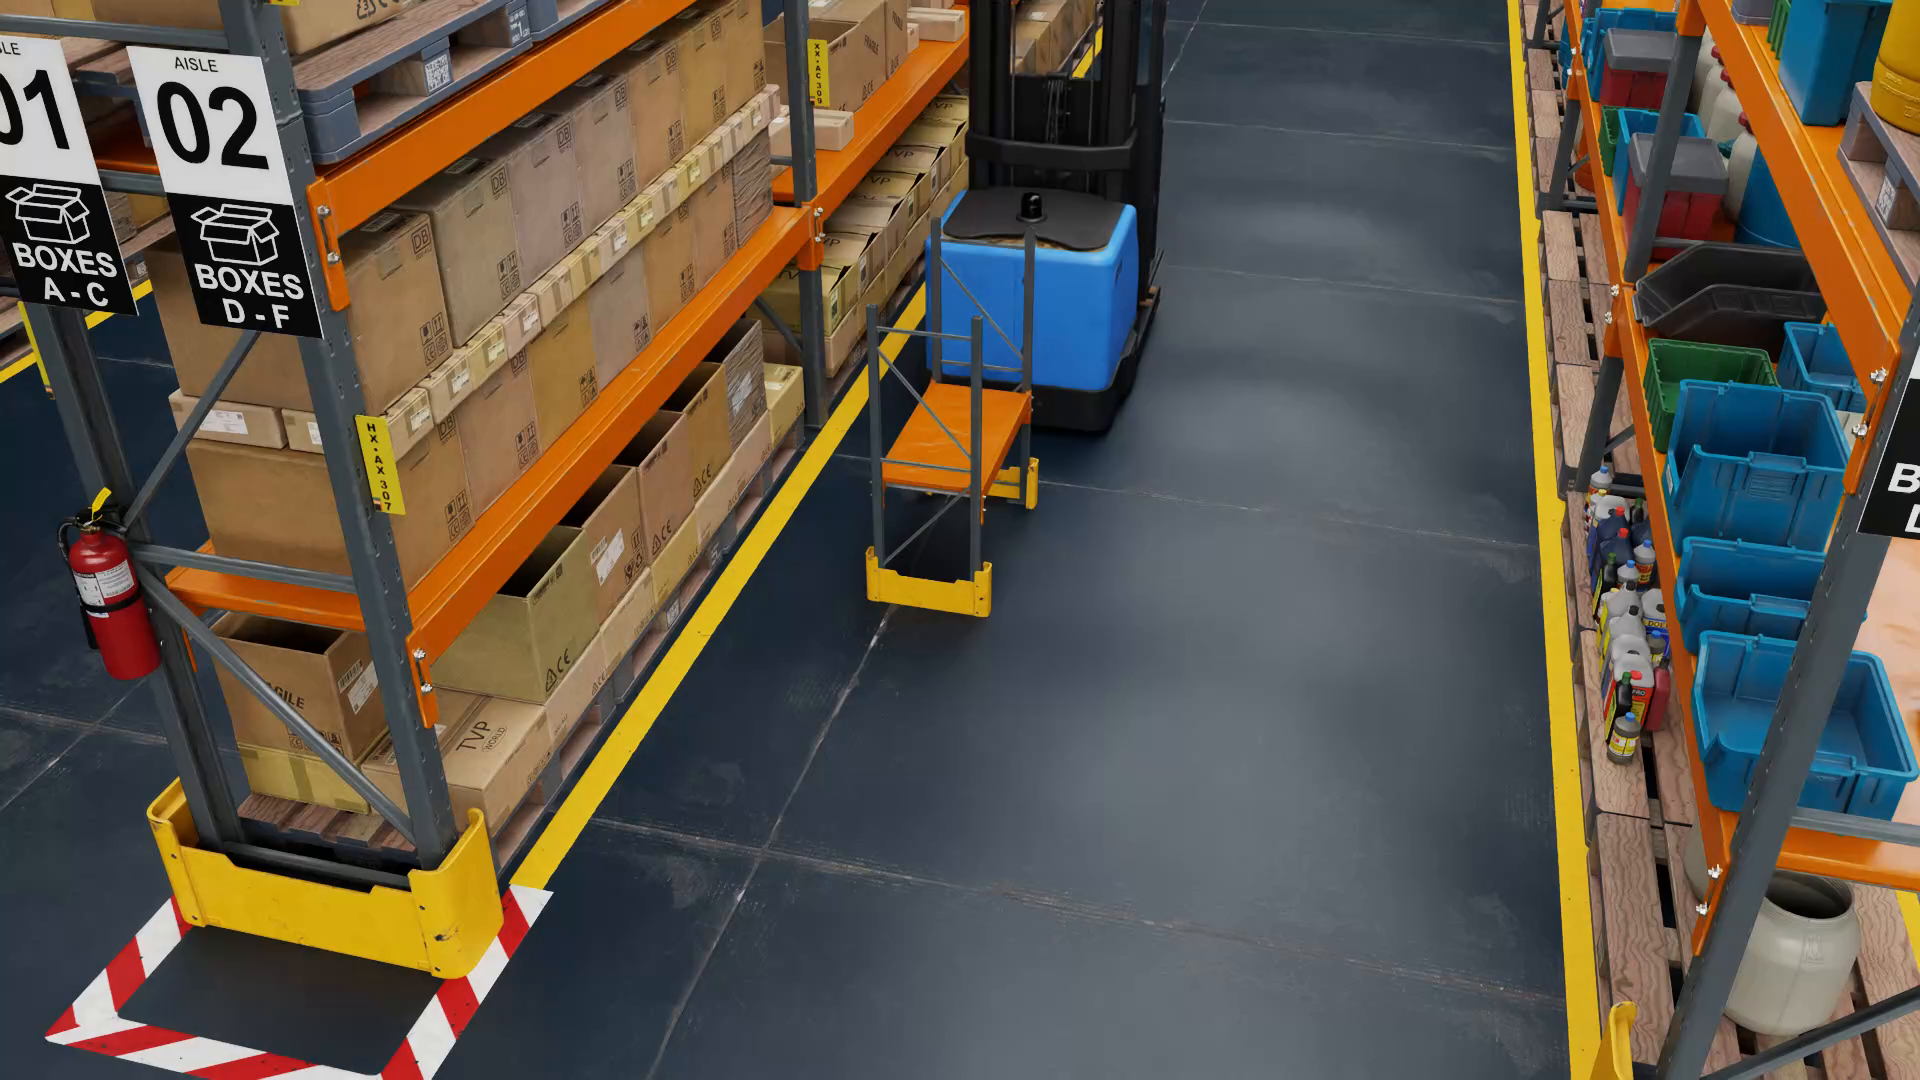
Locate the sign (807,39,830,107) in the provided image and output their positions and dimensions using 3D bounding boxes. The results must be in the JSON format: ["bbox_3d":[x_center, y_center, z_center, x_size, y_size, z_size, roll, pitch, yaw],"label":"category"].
[{"bbox_3d":[-0.697,-2.299,8.190,0.100,0.325,0.005,8,33,12],"label":"sign"}]

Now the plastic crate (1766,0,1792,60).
[{"bbox_3d":[2.892,-1.694,5.520,0.336,0.188,0.450,8,33,12],"label":"plastic crate"}]

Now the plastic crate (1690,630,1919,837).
[{"bbox_3d":[2.379,0.539,4.745,0.499,0.251,0.616,8,33,12],"label":"plastic crate"}]

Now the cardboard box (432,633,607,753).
[{"bbox_3d":[-1.775,0.575,6.720,0.500,0.250,0.500,8,33,12],"label":"cardboard box"}]

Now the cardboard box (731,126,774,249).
[{"bbox_3d":[-1.341,-1.787,8.171,0.700,0.500,0.500,7,33,11],"label":"cardboard box"}]

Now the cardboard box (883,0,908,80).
[{"bbox_3d":[-0.629,-3.220,10.427,0.500,0.500,0.500,6,33,10],"label":"cardboard box"}]

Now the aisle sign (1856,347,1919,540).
[{"bbox_3d":[2.235,-0.324,3.540,0.394,0.787,0.004,8,33,12],"label":"aisle sign"}]

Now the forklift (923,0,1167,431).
[{"bbox_3d":[0.649,-2.614,9.630,1.130,2.935,3.031,8,33,12],"label":"forklift"}]

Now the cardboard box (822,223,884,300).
[{"bbox_3d":[-0.756,-1.669,9.727,0.500,0.311,0.500,8,33,12],"label":"cardboard box"}]

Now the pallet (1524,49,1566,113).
[{"bbox_3d":[5.350,-3.879,14.155,1.003,0.211,1.213,8,33,12],"label":"pallet"}]

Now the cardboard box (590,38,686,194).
[{"bbox_3d":[-1.595,-1.812,7.002,0.700,0.500,0.500,8,33,12],"label":"cardboard box"}]

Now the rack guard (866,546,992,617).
[{"bbox_3d":[-0.146,0.192,7.714,0.587,0.250,0.087,8,33,12],"label":"rack guard"}]

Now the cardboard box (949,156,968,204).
[{"bbox_3d":[-0.244,-2.494,11.548,0.500,0.250,0.500,8,33,12],"label":"cardboard box"}]

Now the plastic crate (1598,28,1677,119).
[{"bbox_3d":[3.865,-2.605,9.492,0.402,0.464,0.583,8,33,12],"label":"plastic crate"}]

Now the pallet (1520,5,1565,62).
[{"bbox_3d":[5.735,-4.661,15.384,1.003,0.211,1.213,8,33,12],"label":"pallet"}]

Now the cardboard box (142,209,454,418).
[{"bbox_3d":[-2.105,-0.757,5.343,0.700,0.500,0.500,8,33,13],"label":"cardboard box"}]

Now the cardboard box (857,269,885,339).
[{"bbox_3d":[-0.761,-1.433,9.880,0.500,0.250,0.500,9,33,14],"label":"cardboard box"}]

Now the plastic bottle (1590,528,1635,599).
[{"bbox_3d":[2.902,0.093,7.366,0.144,0.351,0.185,7,33,10],"label":"plastic bottle"}]

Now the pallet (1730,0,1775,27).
[{"bbox_3d":[3.468,-2.098,6.134,1.213,0.211,1.003,8,33,12],"label":"pallet"}]

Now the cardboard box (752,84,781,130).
[{"bbox_3d":[-1.096,-2.121,8.093,0.380,0.149,0.250,8,33,12],"label":"cardboard box"}]

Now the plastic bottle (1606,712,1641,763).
[{"bbox_3d":[2.583,0.759,6.458,0.097,0.201,0.097,0,32,0],"label":"plastic bottle"}]

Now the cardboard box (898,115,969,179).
[{"bbox_3d":[-0.239,-2.729,11.395,0.500,0.311,0.500,8,33,12],"label":"cardboard box"}]

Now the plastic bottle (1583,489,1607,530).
[{"bbox_3d":[3.025,-0.145,7.881,0.097,0.201,0.097,0,32,0],"label":"plastic bottle"}]

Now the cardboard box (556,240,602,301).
[{"bbox_3d":[-1.616,-1.059,6.421,0.380,0.149,0.250,8,33,12],"label":"cardboard box"}]

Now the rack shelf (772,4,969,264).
[{"bbox_3d":[-0.727,-2.710,10.387,1.077,0.370,4.000,8,33,12],"label":"rack shelf"}]

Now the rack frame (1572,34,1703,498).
[{"bbox_3d":[3.556,-1.299,7.498,1.000,3.000,0.127,8,33,12],"label":"rack frame"}]

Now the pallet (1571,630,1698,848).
[{"bbox_3d":[3.038,0.856,6.707,1.003,0.211,1.213,8,33,12],"label":"pallet"}]

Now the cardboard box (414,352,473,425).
[{"bbox_3d":[-1.877,-0.527,5.586,0.380,0.149,0.250,7,33,11],"label":"cardboard box"}]

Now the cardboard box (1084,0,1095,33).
[{"bbox_3d":[0.948,-4.963,15.180,0.500,0.500,0.500,8,33,12],"label":"cardboard box"}]

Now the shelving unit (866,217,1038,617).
[{"bbox_3d":[-0.019,-0.593,7.785,0.587,1.500,1.083,8,33,12],"label":"shelving unit"}]

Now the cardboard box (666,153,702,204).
[{"bbox_3d":[-1.356,-1.593,7.263,0.380,0.149,0.250,8,33,12],"label":"cardboard box"}]

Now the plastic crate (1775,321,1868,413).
[{"bbox_3d":[3.538,-0.625,6.576,0.499,0.251,0.616,8,33,12],"label":"plastic crate"}]

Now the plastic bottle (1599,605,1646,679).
[{"bbox_3d":[2.747,0.411,6.867,0.144,0.351,0.185,9,34,14],"label":"plastic bottle"}]

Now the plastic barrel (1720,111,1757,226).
[{"bbox_3d":[4.011,-1.823,8.195,0.433,0.535,0.433,0,32,0],"label":"plastic barrel"}]

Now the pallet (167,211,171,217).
[{"bbox_3d":[-5.523,-2.510,12.002,1.003,0.211,1.213,8,33,12],"label":"pallet"}]

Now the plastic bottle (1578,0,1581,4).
[{"bbox_3d":[4.441,-3.888,11.755,0.097,0.201,0.097,0,32,0],"label":"plastic bottle"}]

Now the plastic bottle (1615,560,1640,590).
[{"bbox_3d":[2.901,0.208,7.259,0.097,0.271,0.097,0,32,0],"label":"plastic bottle"}]

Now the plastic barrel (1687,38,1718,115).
[{"bbox_3d":[4.410,-2.640,9.503,0.421,0.512,0.421,0,32,0],"label":"plastic barrel"}]

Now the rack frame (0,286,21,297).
[{"bbox_3d":[-6.027,-2.648,9.619,1.000,3.000,0.127,8,33,12],"label":"rack frame"}]

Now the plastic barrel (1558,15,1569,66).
[{"bbox_3d":[5.432,-4.462,14.038,0.600,0.901,0.708,8,33,12],"label":"plastic barrel"}]

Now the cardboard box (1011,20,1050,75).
[{"bbox_3d":[0.433,-3.911,13.526,0.500,0.500,0.500,8,33,12],"label":"cardboard box"}]

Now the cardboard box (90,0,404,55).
[{"bbox_3d":[-2.099,-1.743,4.782,0.797,0.503,0.637,10,34,16],"label":"cardboard box"}]

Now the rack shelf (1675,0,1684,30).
[{"bbox_3d":[4.064,-3.299,8.518,1.077,0.370,4.000,8,33,12],"label":"rack shelf"}]

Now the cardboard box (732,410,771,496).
[{"bbox_3d":[-1.277,-0.464,8.355,0.500,0.250,0.500,8,33,12],"label":"cardboard box"}]

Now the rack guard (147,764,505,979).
[{"bbox_3d":[-2.255,1.168,5.947,1.175,0.500,0.348,8,33,12],"label":"rack guard"}]

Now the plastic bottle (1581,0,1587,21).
[{"bbox_3d":[4.320,-3.713,11.404,0.061,0.283,0.133,8,33,12],"label":"plastic bottle"}]

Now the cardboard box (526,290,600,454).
[{"bbox_3d":[-1.858,-0.712,6.482,0.700,0.500,0.500,8,33,13],"label":"cardboard box"}]

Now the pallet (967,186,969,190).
[{"bbox_3d":[-0.466,-2.452,11.911,1.003,0.211,1.213,8,33,12],"label":"pallet"}]

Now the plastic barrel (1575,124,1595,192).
[{"bbox_3d":[4.679,-2.892,11.635,0.600,0.830,0.708,8,33,12],"label":"plastic barrel"}]

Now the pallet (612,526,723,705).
[{"bbox_3d":[-1.784,0.243,7.670,1.003,0.211,1.213,8,33,12],"label":"pallet"}]

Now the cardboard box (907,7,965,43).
[{"bbox_3d":[-0.180,-3.441,11.101,0.380,0.149,0.250,8,33,12],"label":"cardboard box"}]

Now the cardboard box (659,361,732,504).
[{"bbox_3d":[-1.402,-0.520,7.745,0.500,0.500,0.500,8,33,12],"label":"cardboard box"}]
